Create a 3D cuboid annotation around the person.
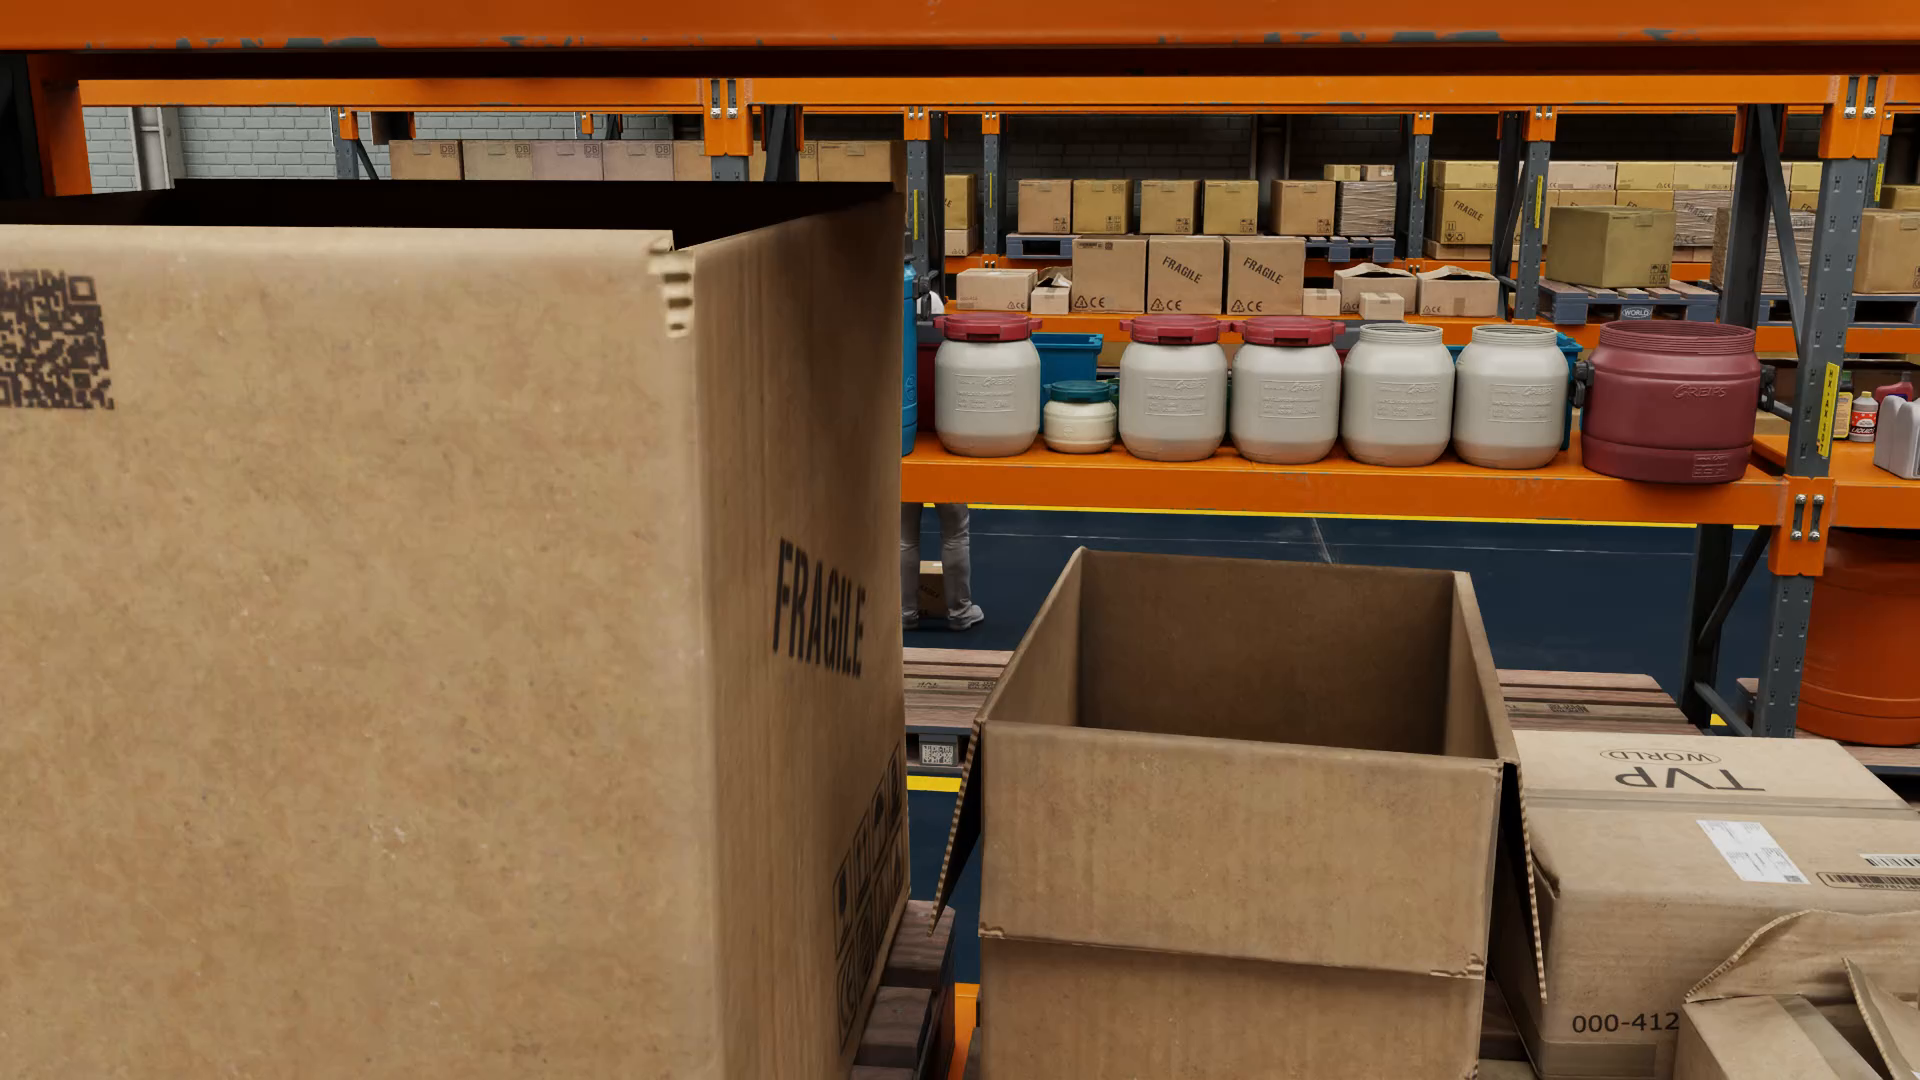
[{"bbox_3d":[-0.164,-0.410,8.589,0.631,1.760,0.463,1,14,6],"label":"person"}]
